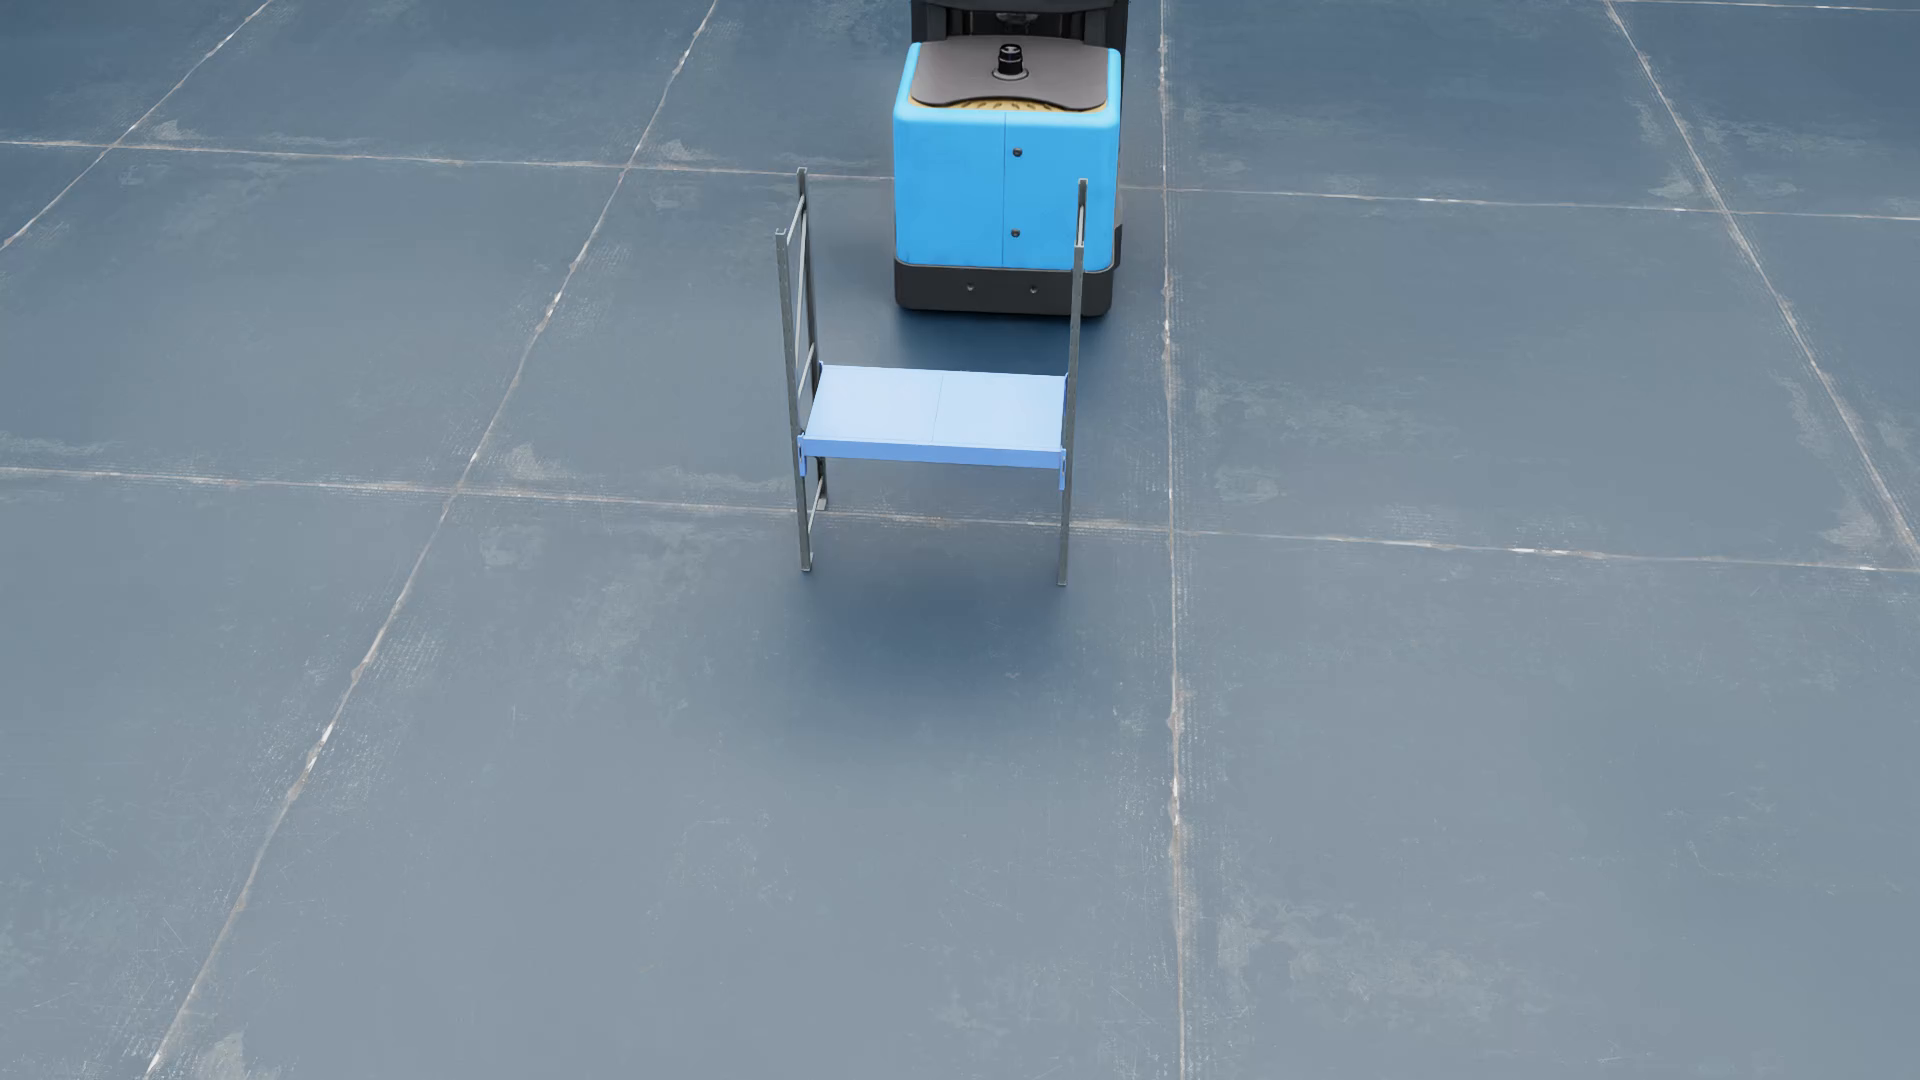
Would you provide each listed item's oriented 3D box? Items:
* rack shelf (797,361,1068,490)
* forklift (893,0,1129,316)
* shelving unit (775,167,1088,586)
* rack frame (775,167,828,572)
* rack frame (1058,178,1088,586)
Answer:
[{"bbox_3d":[-0.085,-0.447,6.396,1.000,0.185,0.538,3,39,4],"label":"rack shelf"},{"bbox_3d":[0.317,-3.124,8.266,1.130,2.935,3.031,3,39,3],"label":"forklift"},{"bbox_3d":[-0.085,-0.586,6.282,1.048,1.500,0.538,3,39,4],"label":"shelving unit"},{"bbox_3d":[-0.591,-0.614,6.316,0.032,1.500,0.500,3,39,4],"label":"rack frame"},{"bbox_3d":[0.421,-0.559,6.248,0.032,1.500,0.500,3,39,4],"label":"rack frame"}]
